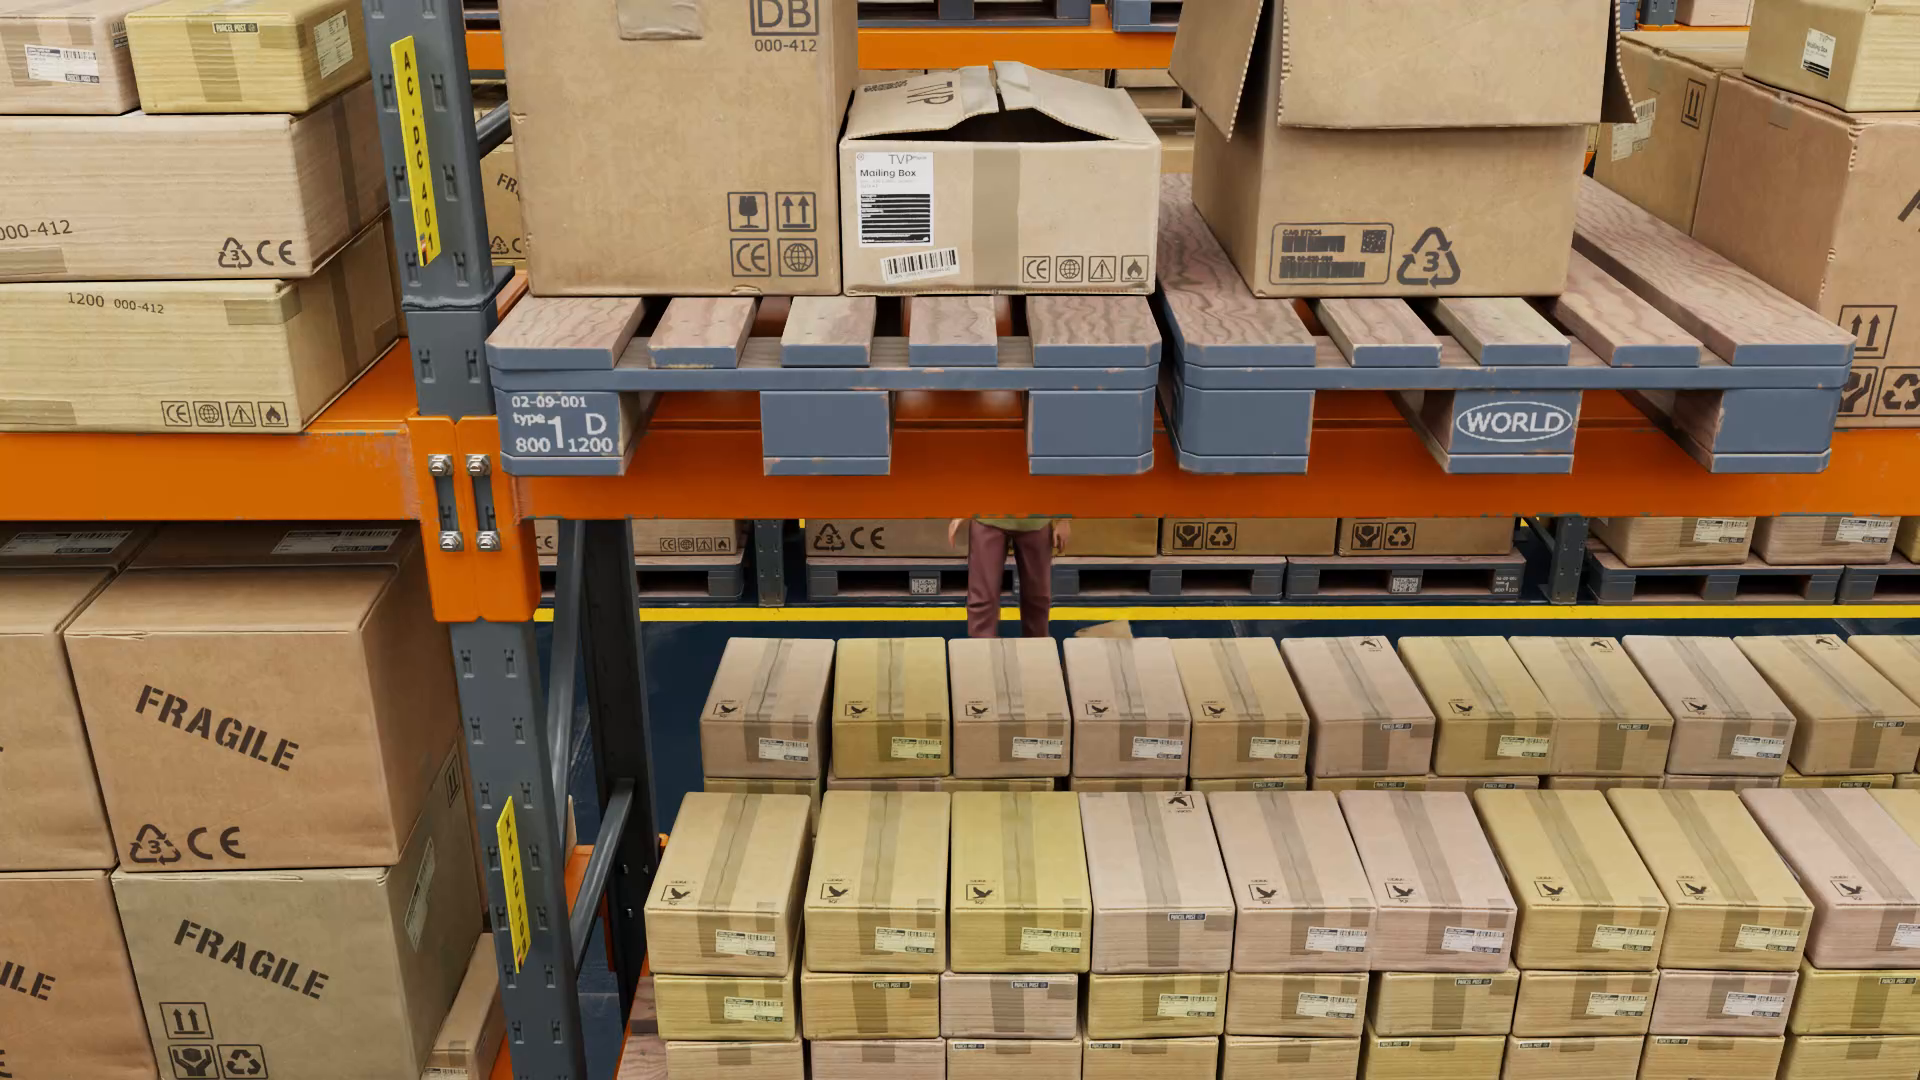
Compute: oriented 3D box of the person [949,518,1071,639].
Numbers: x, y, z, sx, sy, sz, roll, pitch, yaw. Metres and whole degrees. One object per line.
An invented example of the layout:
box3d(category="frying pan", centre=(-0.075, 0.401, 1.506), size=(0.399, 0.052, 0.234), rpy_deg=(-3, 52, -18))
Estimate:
box3d(category="person", centre=(0.217, -0.050, 7.162), size=(0.538, 1.671, 0.555), rpy_deg=(3, 24, 6))
